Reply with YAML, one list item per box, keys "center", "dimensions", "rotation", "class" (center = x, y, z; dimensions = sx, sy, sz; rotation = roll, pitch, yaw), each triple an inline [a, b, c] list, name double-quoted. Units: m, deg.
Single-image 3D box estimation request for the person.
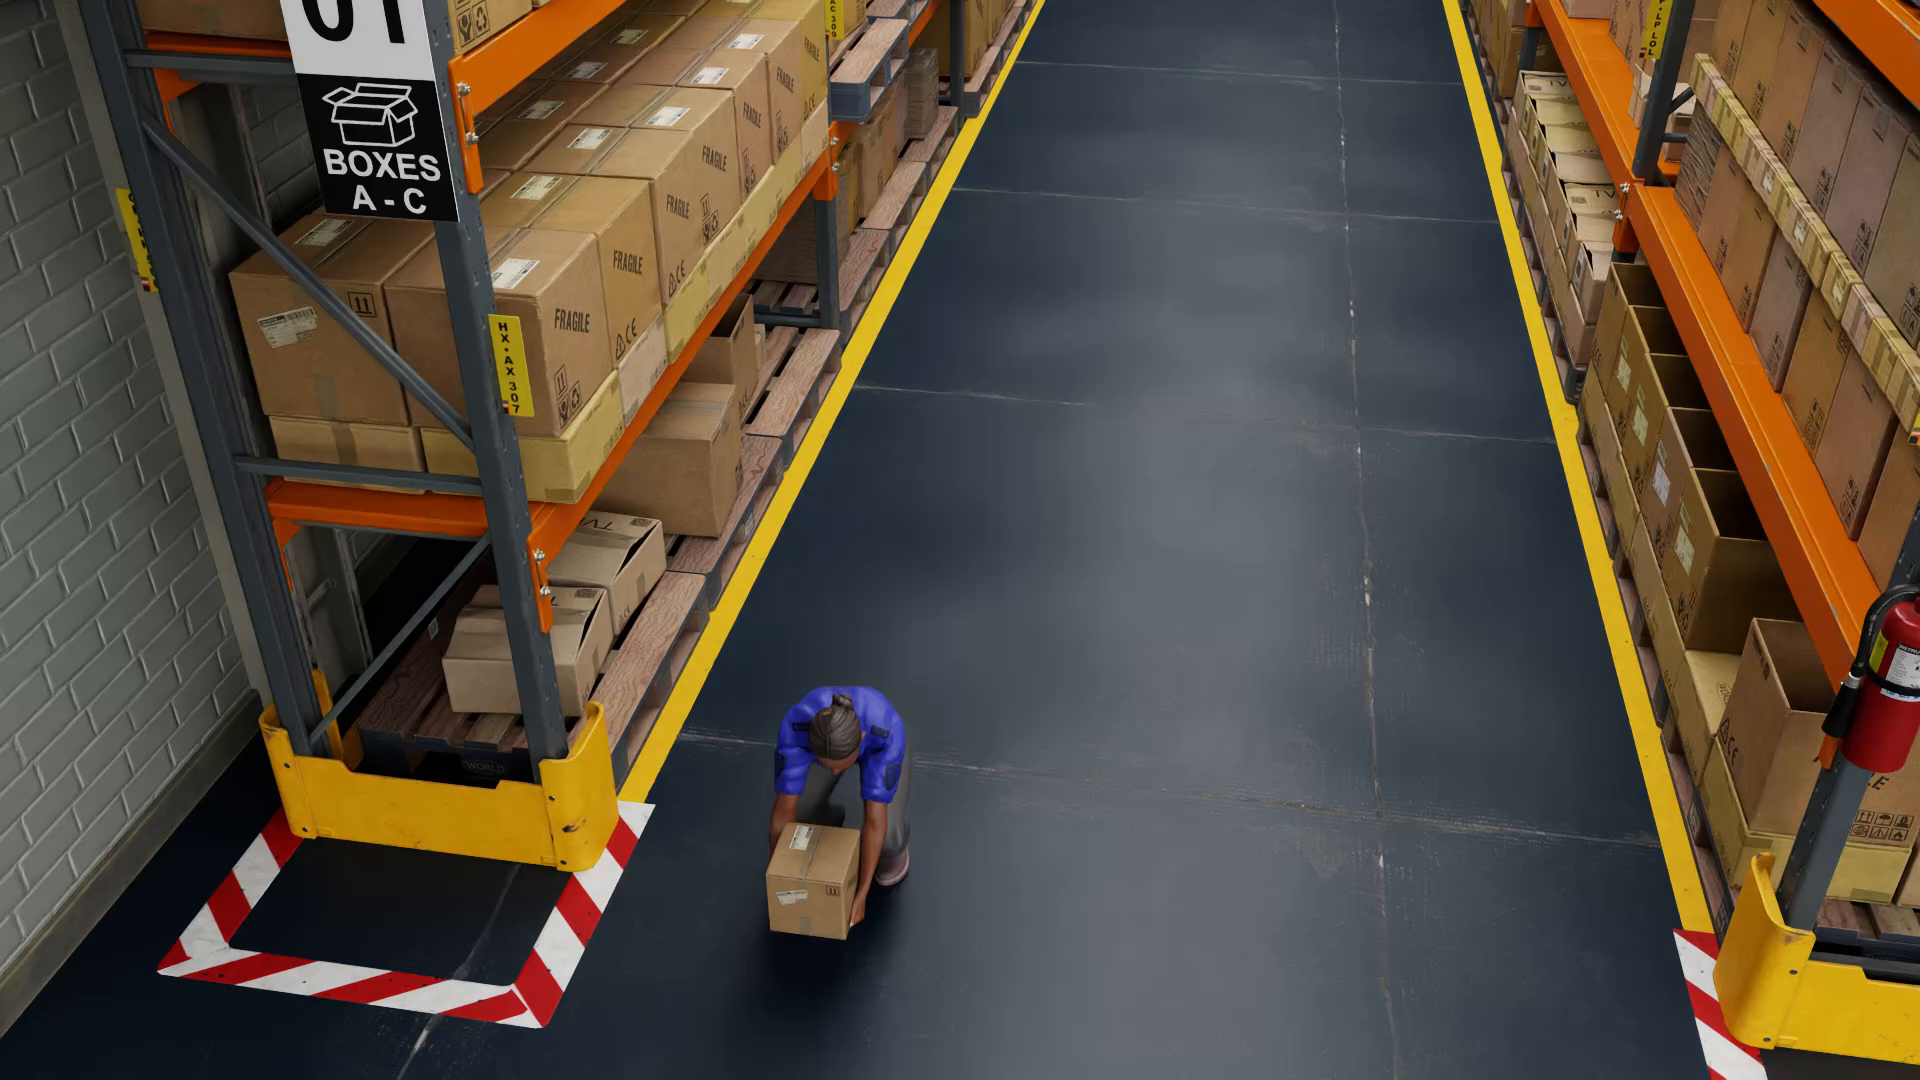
- center: [-0.393, 0.806, 5.556]
  dimensions: [0.462, 0.949, 0.837]
  rotation: [6, 33, 9]
  class: "person"
